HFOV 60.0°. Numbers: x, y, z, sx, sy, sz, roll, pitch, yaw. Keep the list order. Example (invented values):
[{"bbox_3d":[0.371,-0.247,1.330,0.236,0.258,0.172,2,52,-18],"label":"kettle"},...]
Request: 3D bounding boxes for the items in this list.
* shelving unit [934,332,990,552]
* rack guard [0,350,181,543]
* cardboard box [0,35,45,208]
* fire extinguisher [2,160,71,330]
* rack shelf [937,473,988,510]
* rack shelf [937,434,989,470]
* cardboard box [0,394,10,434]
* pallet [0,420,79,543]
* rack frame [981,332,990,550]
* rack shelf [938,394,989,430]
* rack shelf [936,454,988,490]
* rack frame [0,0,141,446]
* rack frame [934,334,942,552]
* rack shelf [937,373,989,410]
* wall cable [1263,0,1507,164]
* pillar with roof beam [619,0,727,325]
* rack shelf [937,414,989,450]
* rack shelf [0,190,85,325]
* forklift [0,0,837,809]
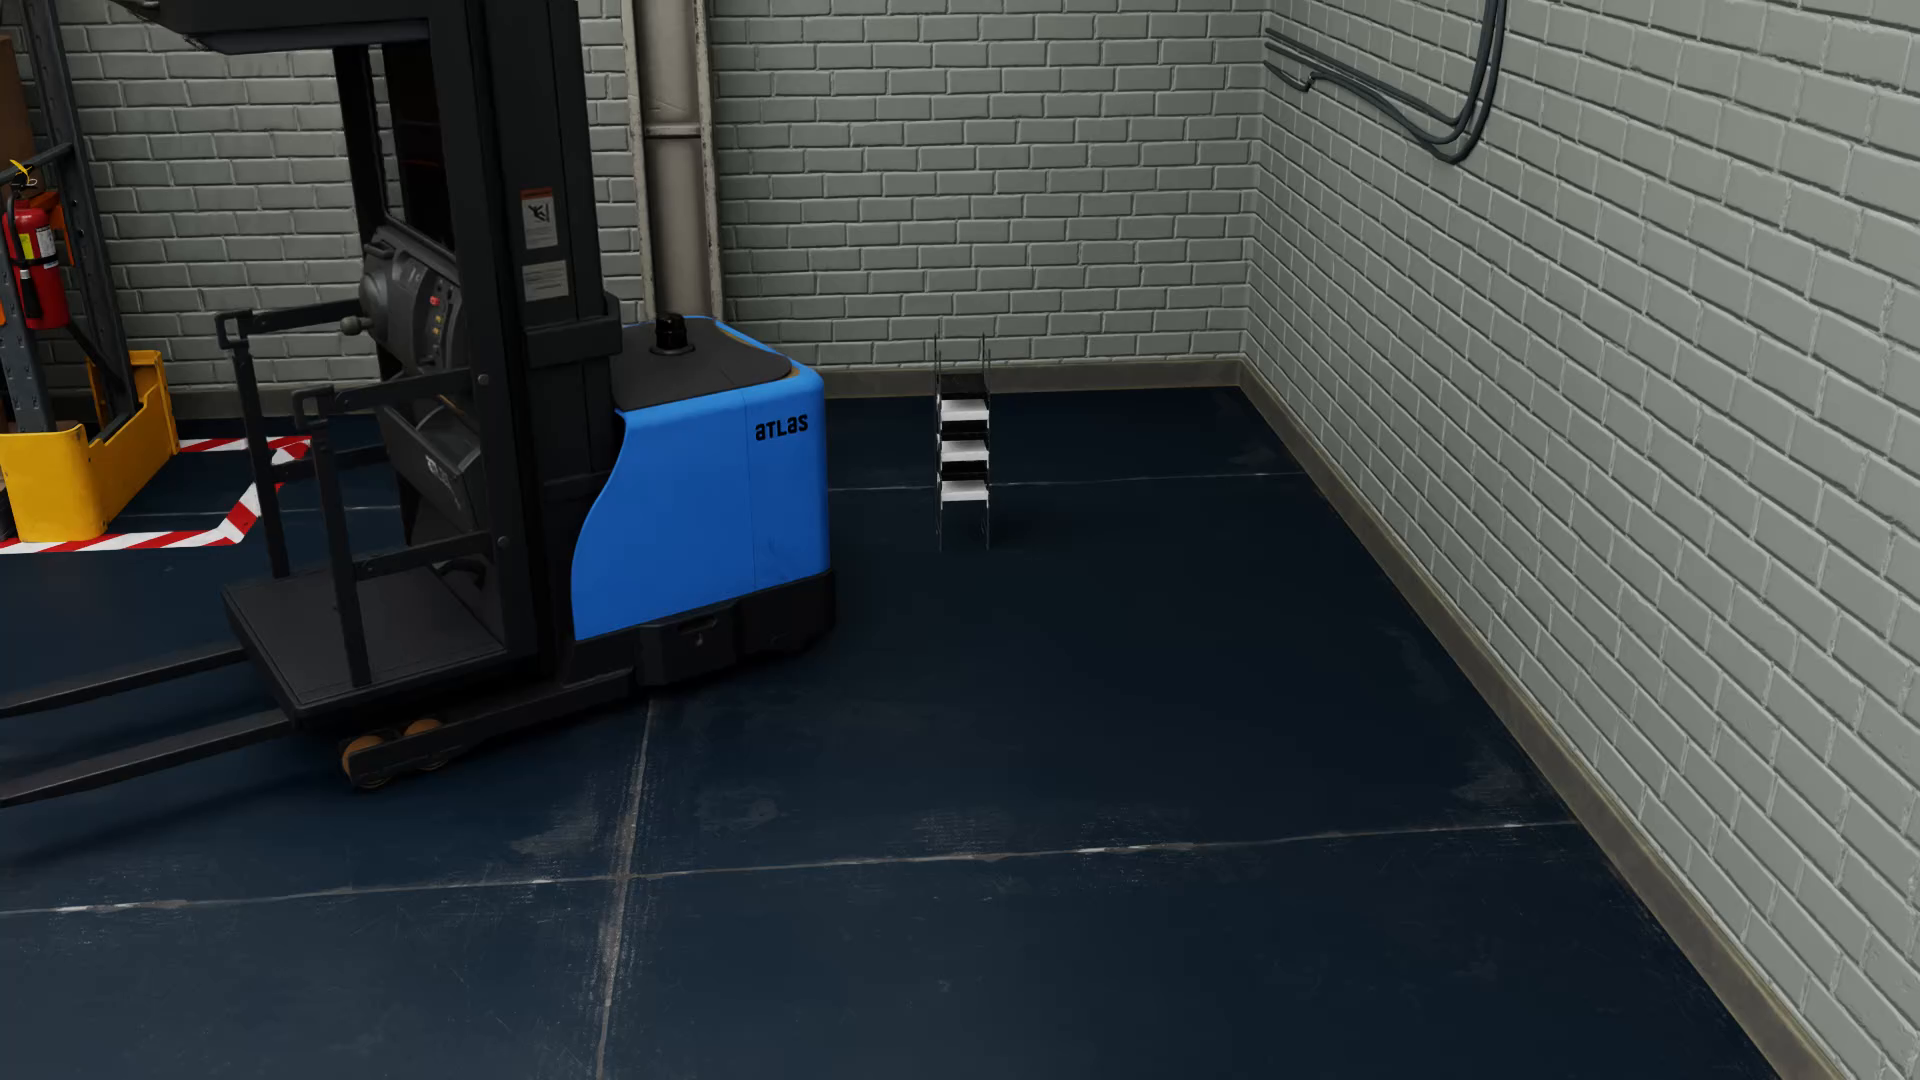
[{"bbox_3d":[0.008,-0.412,7.068,0.210,0.900,0.258,-2,24,-5],"label":"shelving unit"},{"bbox_3d":[-3.989,-0.455,7.659,0.348,0.500,1.175,-2,24,-5],"label":"rack guard"},{"bbox_3d":[-4.519,-1.709,7.033,0.700,0.700,0.980,-1,24,-3],"label":"cardboard box"},{"bbox_3d":[-3.817,-1.210,6.835,0.183,0.674,0.296,-2,24,-5],"label":"fire extinguisher"},{"bbox_3d":[0.008,-0.217,7.155,0.200,0.077,0.258,-2,24,-5],"label":"rack shelf"},{"bbox_3d":[0.008,-0.381,7.081,0.200,0.077,0.258,-2,24,-5],"label":"rack shelf"},{"bbox_3d":[-4.700,-0.578,7.418,0.500,0.500,0.700,-2,24,-5],"label":"cardboard box"},{"bbox_3d":[-4.801,-0.259,7.573,1.213,0.211,1.003,-2,24,-5],"label":"pallet"},{"bbox_3d":[0.109,-0.416,7.077,0.006,0.900,0.240,-2,24,-5],"label":"rack frame"},{"bbox_3d":[0.008,-0.546,7.008,0.200,0.077,0.258,-2,24,-5],"label":"rack shelf"},{"bbox_3d":[0.008,-0.299,7.118,0.200,0.077,0.258,-2,24,-5],"label":"rack shelf"},{"bbox_3d":[-4.013,-1.597,7.149,0.127,3.000,1.000,-2,24,-5],"label":"rack frame"},{"bbox_3d":[-0.093,-0.407,7.059,0.006,0.900,0.240,-2,24,-5],"label":"rack frame"},{"bbox_3d":[0.008,-0.628,6.972,0.200,0.077,0.258,-2,24,-5],"label":"rack shelf"},{"bbox_3d":[1.651,-3.001,6.744,0.112,2.526,3.097,-2,24,-5],"label":"wall cable"},{"bbox_3d":[-0.988,-3.055,3.045,0.400,9.000,9.100,-2,24,-5],"label":"pillar with roof beam"},{"bbox_3d":[0.008,-0.463,7.045,0.200,0.077,0.258,-2,24,-5],"label":"rack shelf"},{"bbox_3d":[-6.003,-1.188,7.116,4.000,0.370,1.077,-2,24,-5],"label":"rack shelf"},{"bbox_3d":[-1.977,-0.774,5.383,3.031,2.935,1.130,-16,28,-31],"label":"forklift"}]
